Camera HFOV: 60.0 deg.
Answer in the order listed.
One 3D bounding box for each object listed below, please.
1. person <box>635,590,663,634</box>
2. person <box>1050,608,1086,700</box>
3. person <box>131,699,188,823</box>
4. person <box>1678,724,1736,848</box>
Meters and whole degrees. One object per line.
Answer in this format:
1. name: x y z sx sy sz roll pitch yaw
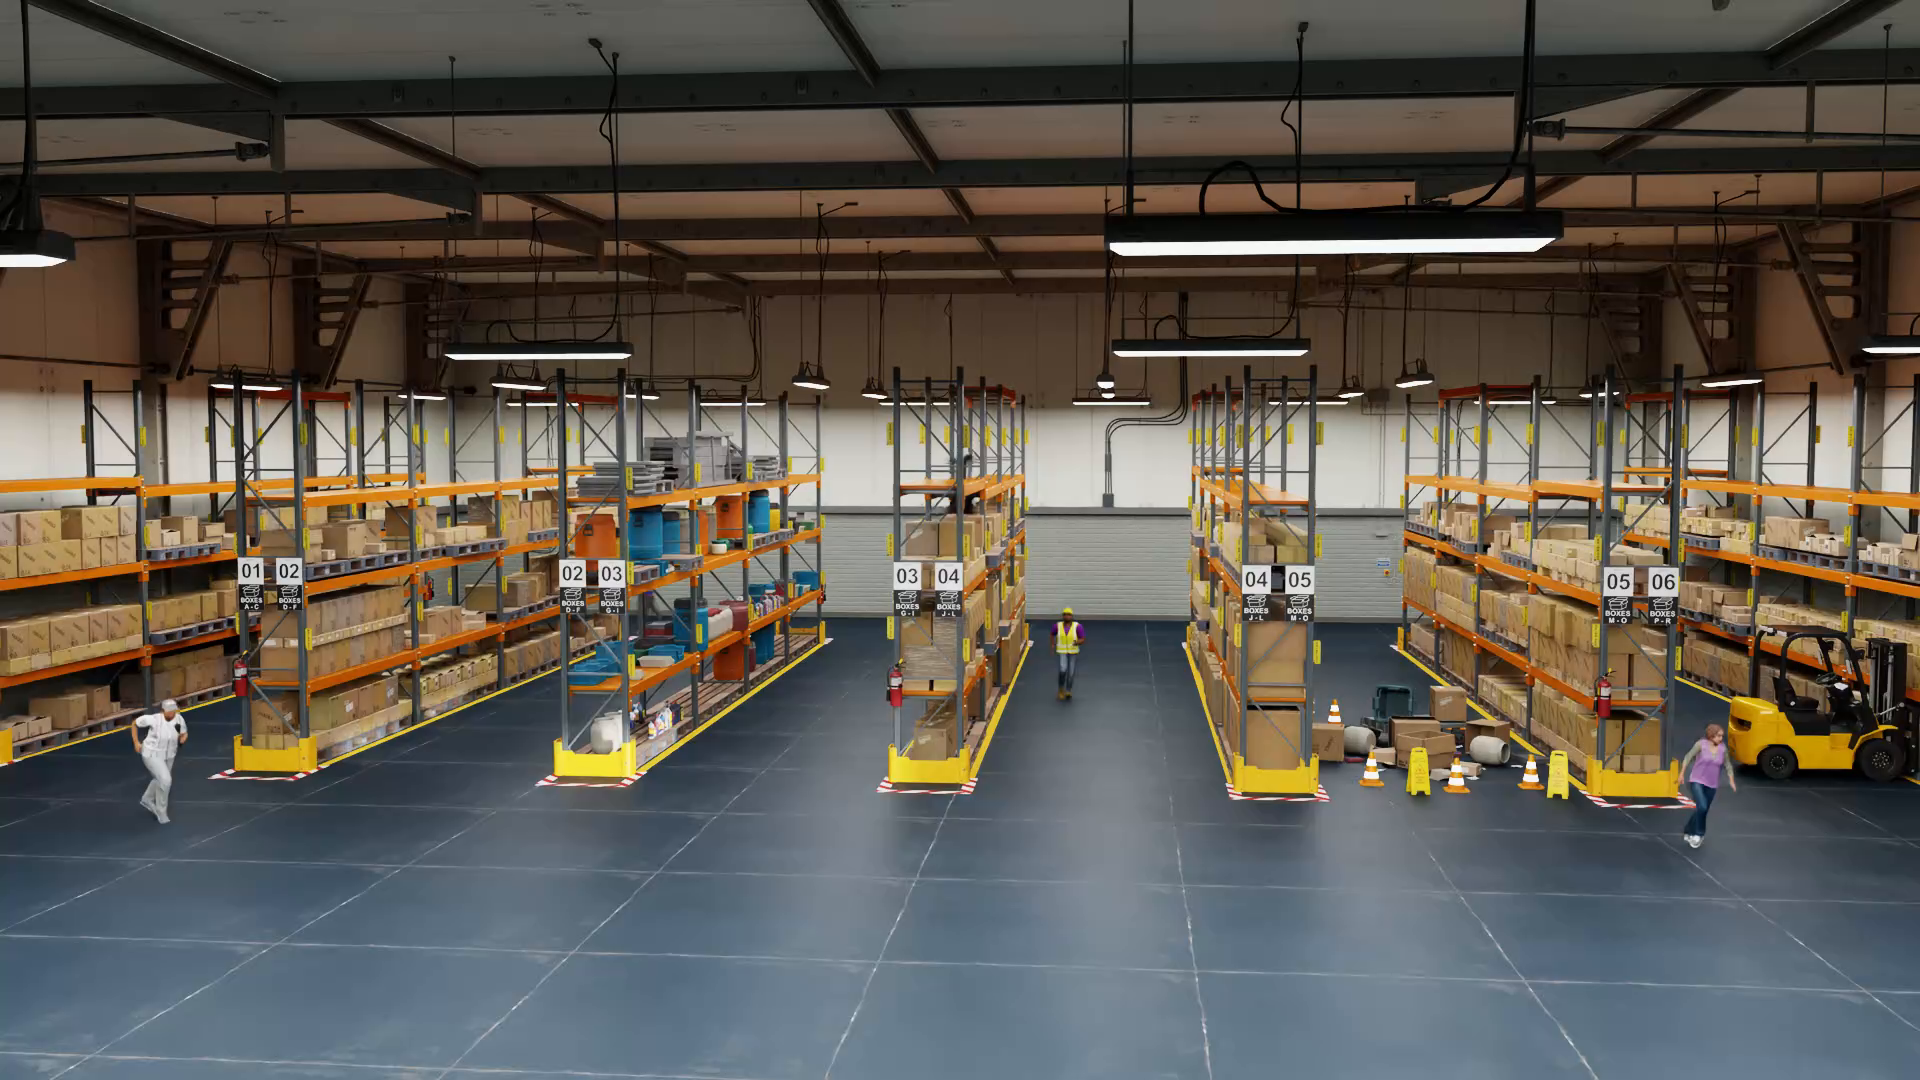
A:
1. person: -7.804 1.602 41.658 0.865 1.673 0.578 3 4 36
2. person: 2.049 2.160 31.561 0.670 1.753 0.690 0 4 1
3. person: -10.490 2.883 21.760 0.909 1.658 0.641 2 4 34
4. person: 9.058 2.966 20.172 0.502 1.535 0.737 0 4 -5
